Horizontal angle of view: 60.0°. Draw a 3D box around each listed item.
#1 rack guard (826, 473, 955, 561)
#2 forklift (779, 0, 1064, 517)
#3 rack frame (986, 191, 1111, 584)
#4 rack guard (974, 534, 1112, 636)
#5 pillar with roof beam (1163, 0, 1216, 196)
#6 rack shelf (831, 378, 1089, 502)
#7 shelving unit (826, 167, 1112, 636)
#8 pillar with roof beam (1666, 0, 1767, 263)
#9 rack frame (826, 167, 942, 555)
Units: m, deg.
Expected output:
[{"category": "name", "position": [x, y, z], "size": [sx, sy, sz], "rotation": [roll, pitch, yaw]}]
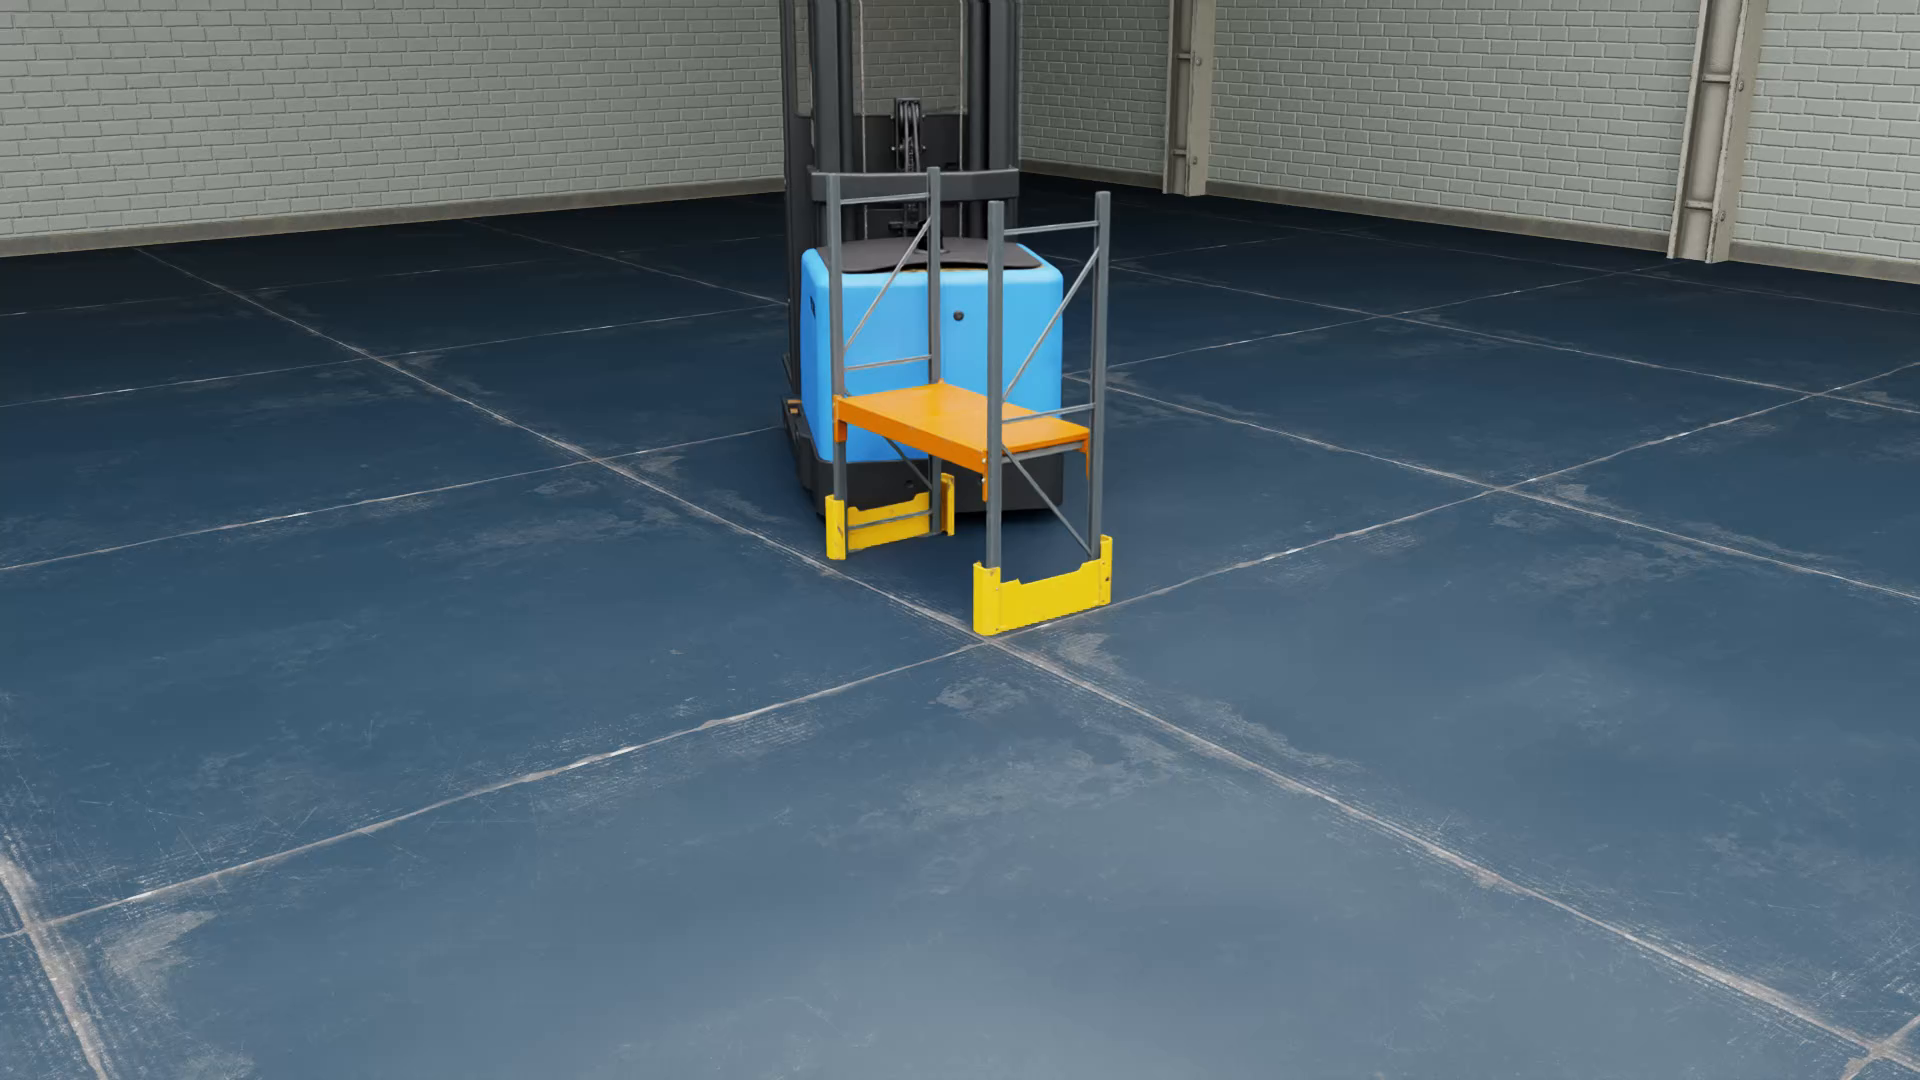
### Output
[{"category": "rack guard", "position": [-0.277, -0.096, 6.755], "size": [0.587, 0.250, 0.087], "rotation": [-13, 22, -34]}, {"category": "forklift", "position": [-0.313, -1.902, 7.945], "size": [1.130, 2.935, 3.031], "rotation": [-3, 19, -9]}, {"category": "rack frame", "position": [0.303, -0.435, 5.789], "size": [0.500, 1.500, 0.032], "rotation": [-13, 22, -34]}, {"category": "rack guard", "position": [0.303, 0.158, 5.987], "size": [0.587, 0.250, 0.087], "rotation": [-13, 22, -34]}, {"category": "pillar with roof beam", "position": [-0.877, -7.282, 14.537], "size": [9.100, 9.000, 0.400], "rotation": [-14, 23, -36]}, {"category": "rack shelf", "position": [0.007, -0.394, 6.238], "size": [0.538, 0.185, 1.000], "rotation": [-13, 22, -34]}, {"category": "shelving unit", "position": [0.013, -0.562, 6.174], "size": [0.587, 1.500, 1.083], "rotation": [-13, 22, -34]}, {"category": "pillar with roof beam", "position": [2.848, -5.803, 10.072], "size": [9.100, 9.000, 0.400], "rotation": [-14, 23, -36]}, {"category": "rack frame", "position": [-0.289, -0.694, 6.574], "size": [0.500, 1.500, 0.032], "rotation": [-13, 22, -34]}]
